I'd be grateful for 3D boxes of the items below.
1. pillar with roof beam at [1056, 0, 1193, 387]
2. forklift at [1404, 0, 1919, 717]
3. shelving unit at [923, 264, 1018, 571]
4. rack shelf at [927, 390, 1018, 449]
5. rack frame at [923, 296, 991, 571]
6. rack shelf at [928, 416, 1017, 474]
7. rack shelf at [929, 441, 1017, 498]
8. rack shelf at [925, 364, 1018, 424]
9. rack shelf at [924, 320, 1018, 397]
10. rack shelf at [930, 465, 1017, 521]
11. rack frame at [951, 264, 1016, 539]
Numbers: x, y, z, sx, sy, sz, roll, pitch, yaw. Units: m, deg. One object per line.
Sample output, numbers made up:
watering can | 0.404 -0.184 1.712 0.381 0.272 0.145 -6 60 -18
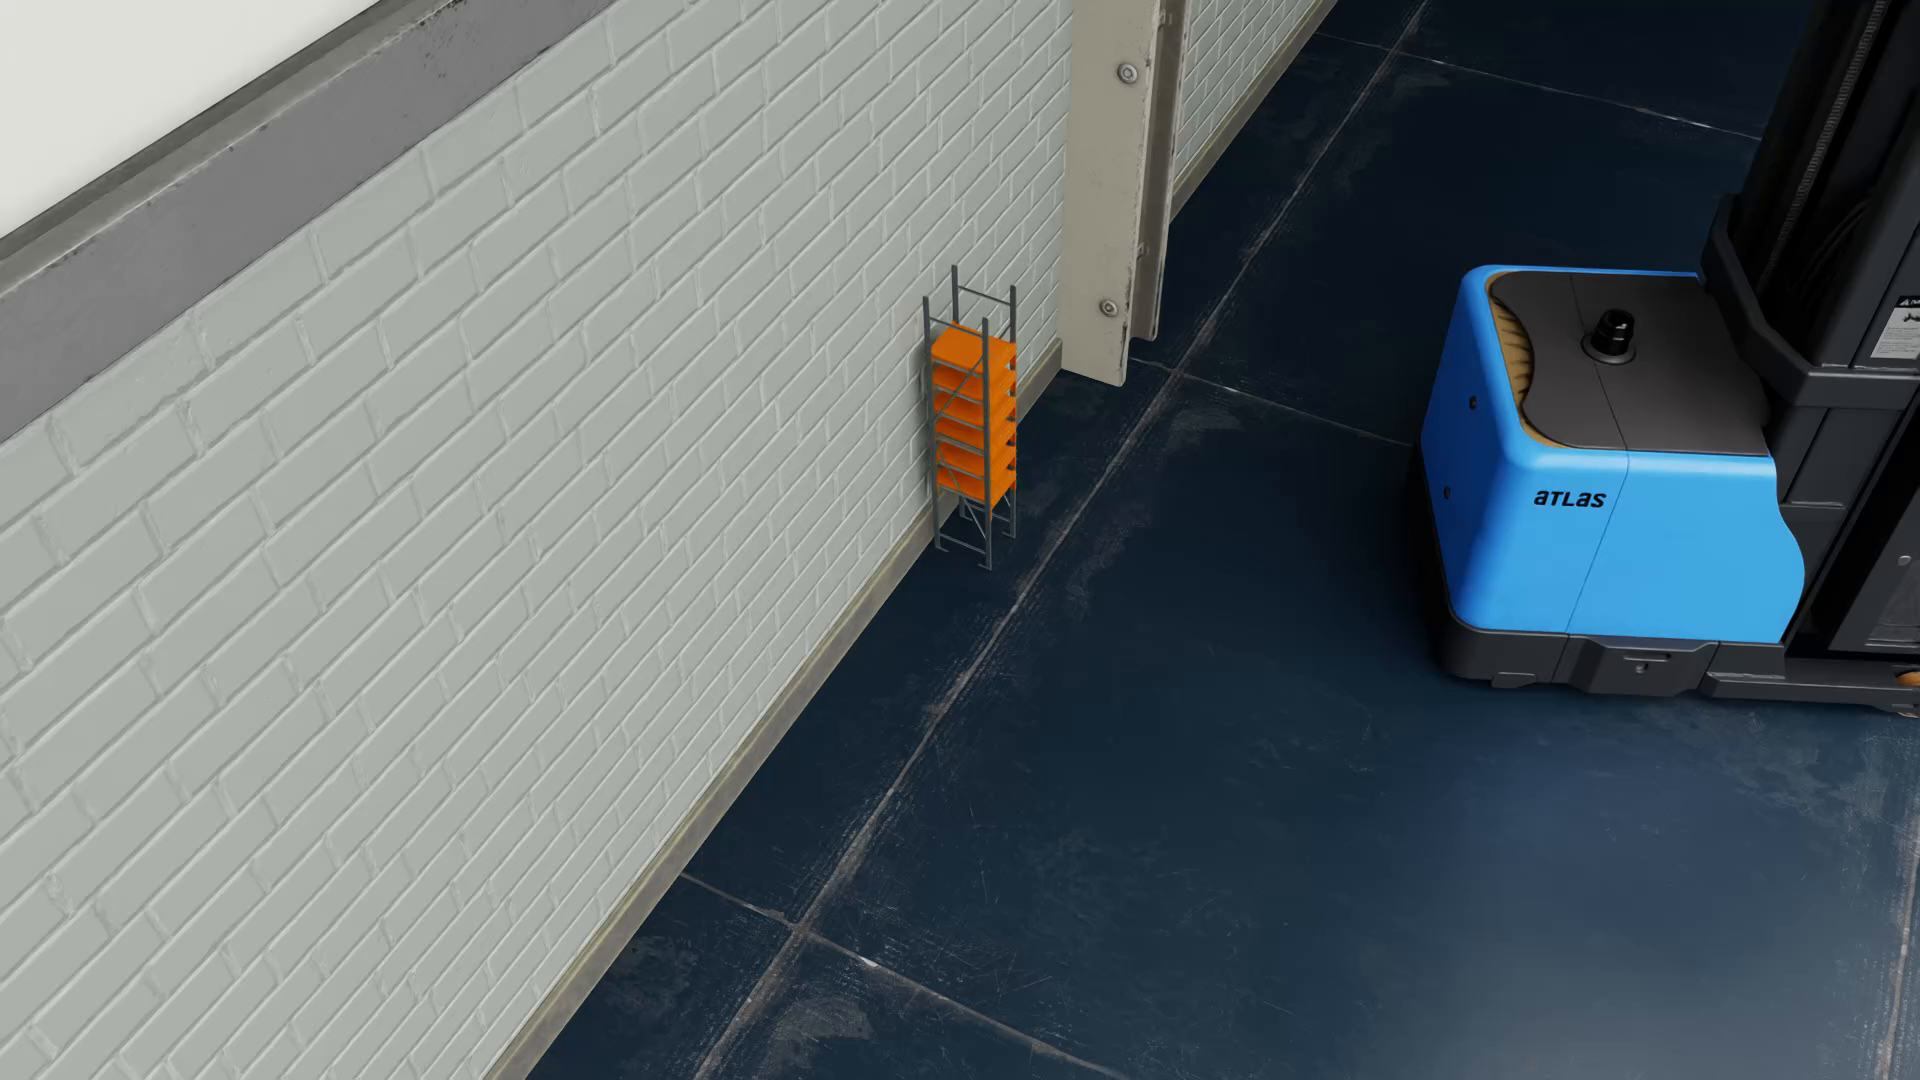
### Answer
pillar with roof beam | 4.432 -2.549 2.442 9.100 9.000 0.400 20 49 19
forklift | 3.180 -0.813 4.993 3.031 2.935 1.130 3 45 3
shelving unit | 0.044 -0.395 5.791 0.258 1.200 0.189 22 52 21
rack shelf | 0.042 -0.446 5.735 0.258 0.103 0.180 22 52 21
rack frame | -0.002 -0.336 5.739 0.240 1.200 0.006 22 52 21
rack shelf | 0.045 -0.365 5.824 0.258 0.103 0.180 22 52 21
rack shelf | 0.047 -0.284 5.912 0.258 0.103 0.180 22 52 21
rack shelf | 0.040 -0.527 5.647 0.258 0.103 0.180 22 52 21
rack shelf | 0.037 -0.608 5.558 0.258 0.103 0.180 22 52 21
rack shelf | 0.050 -0.203 6.001 0.258 0.103 0.180 22 52 21
rack frame | 0.090 -0.454 5.844 0.240 1.200 0.006 22 52 21
